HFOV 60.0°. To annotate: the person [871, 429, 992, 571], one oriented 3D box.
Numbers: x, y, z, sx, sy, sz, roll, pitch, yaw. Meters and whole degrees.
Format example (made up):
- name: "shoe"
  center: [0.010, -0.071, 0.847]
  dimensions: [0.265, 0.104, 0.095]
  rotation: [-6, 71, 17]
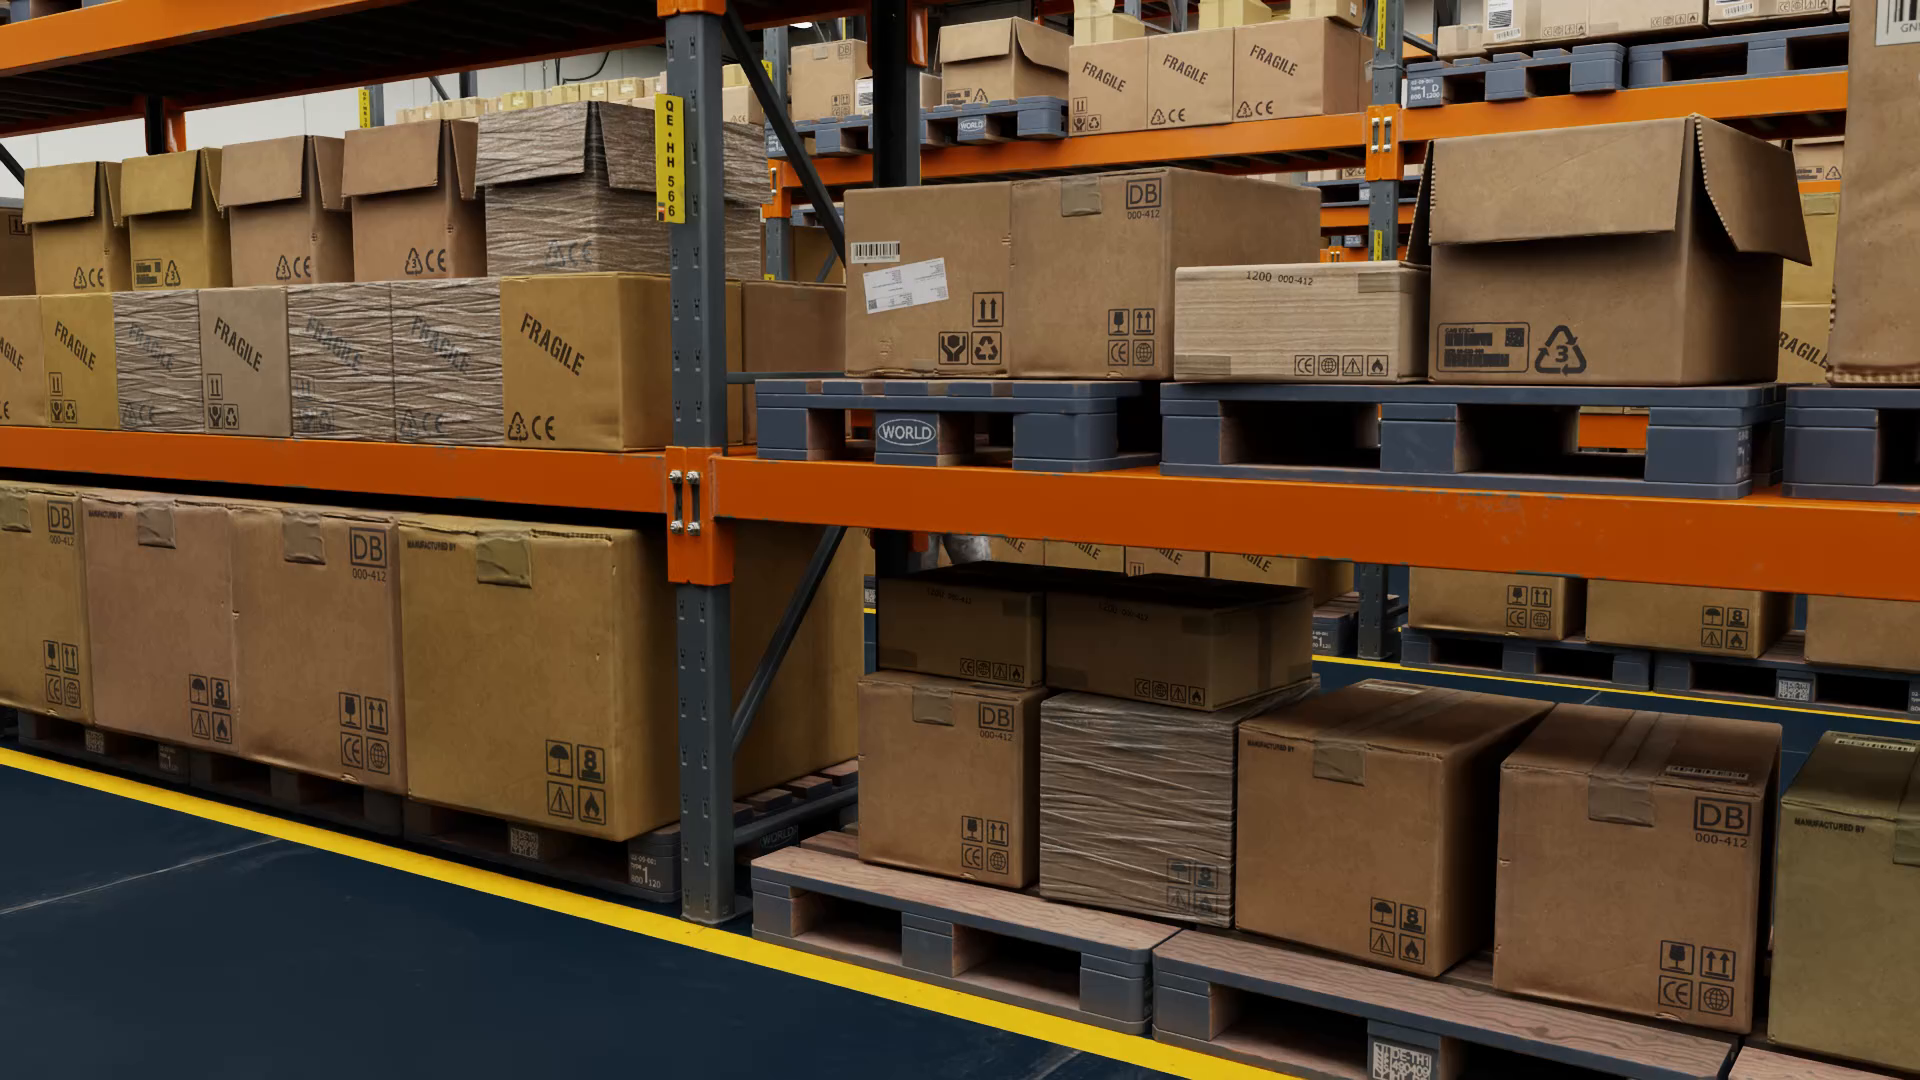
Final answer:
- name: "person"
  center: [-0.080, -0.146, 7.406]
  dimensions: [0.603, 1.765, 0.678]
  rotation: [-1, 6, -13]
